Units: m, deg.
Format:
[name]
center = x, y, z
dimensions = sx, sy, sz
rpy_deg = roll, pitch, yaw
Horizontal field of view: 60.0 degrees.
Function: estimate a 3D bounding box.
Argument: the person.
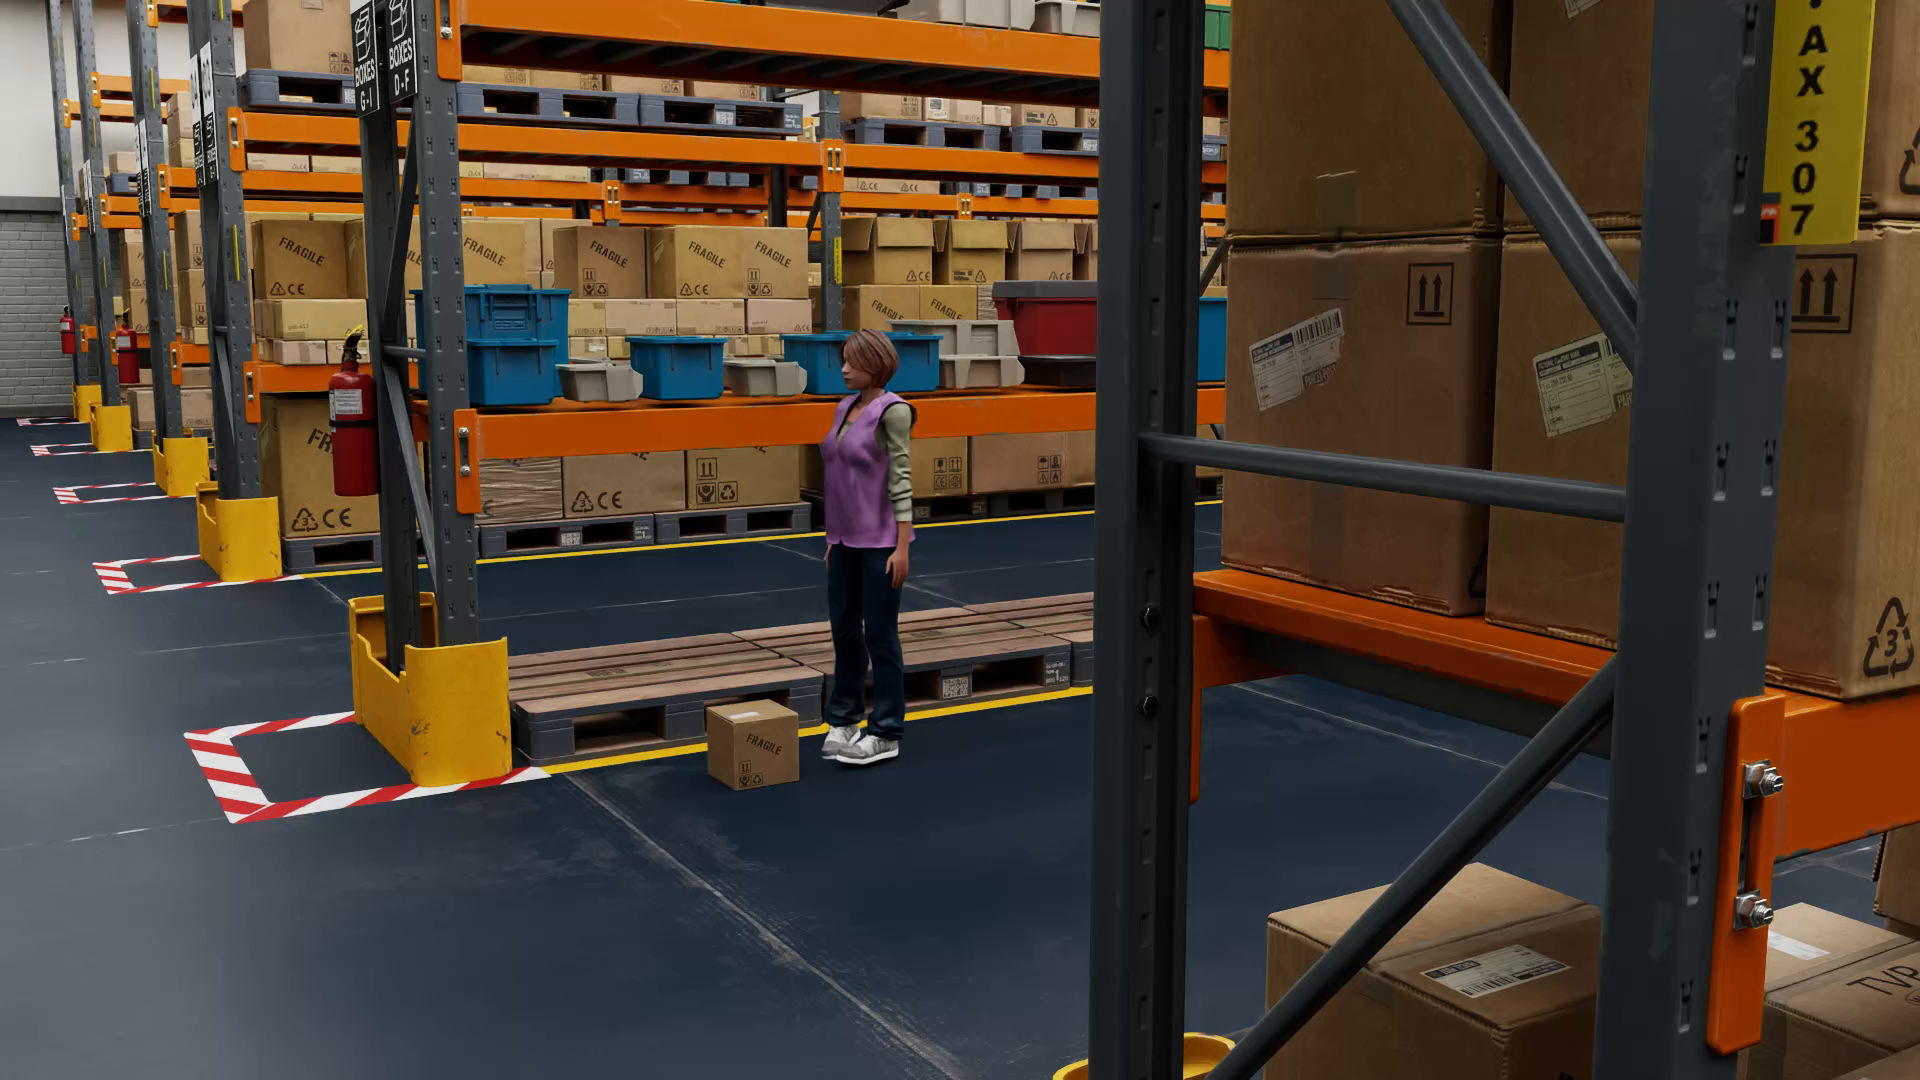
[person]
center = -0.358, 0.036, 6.144
dimensions = 0.336, 1.625, 0.474
rpy_deg = -7, 11, -38
